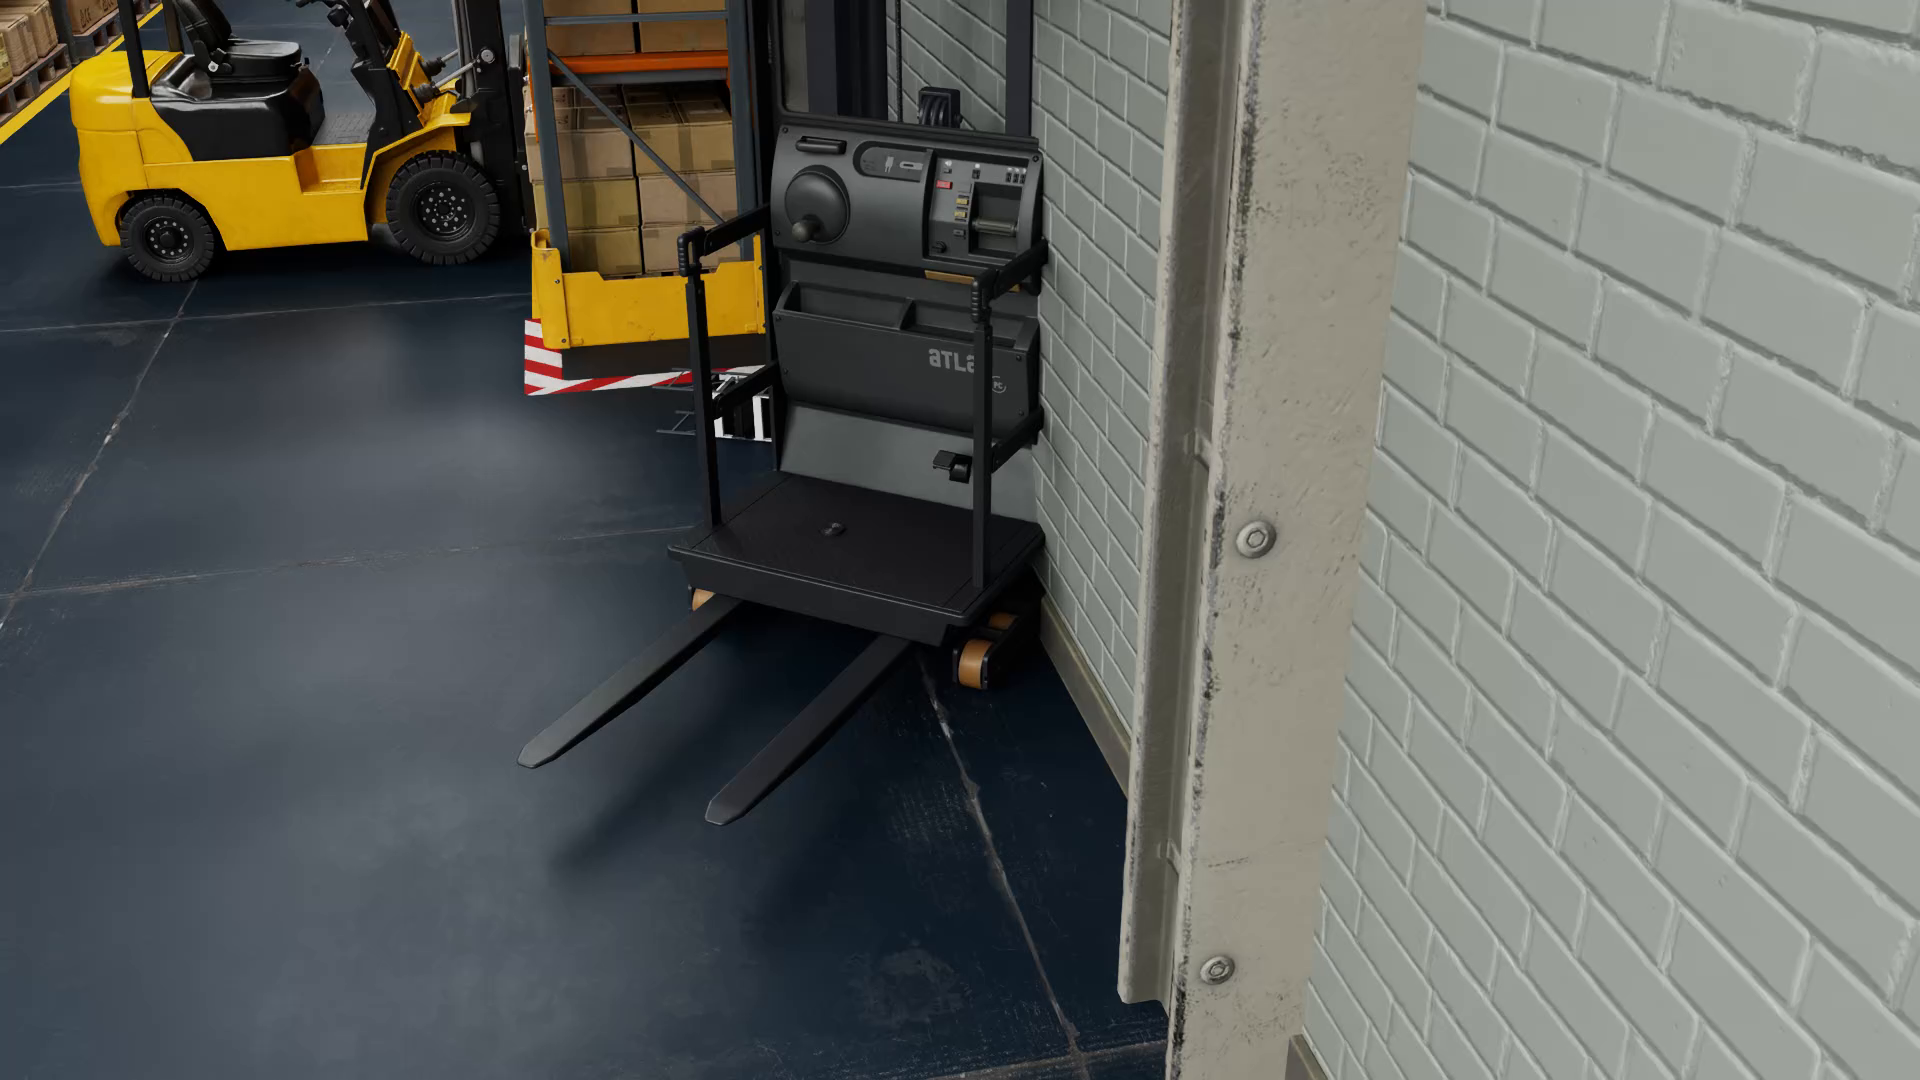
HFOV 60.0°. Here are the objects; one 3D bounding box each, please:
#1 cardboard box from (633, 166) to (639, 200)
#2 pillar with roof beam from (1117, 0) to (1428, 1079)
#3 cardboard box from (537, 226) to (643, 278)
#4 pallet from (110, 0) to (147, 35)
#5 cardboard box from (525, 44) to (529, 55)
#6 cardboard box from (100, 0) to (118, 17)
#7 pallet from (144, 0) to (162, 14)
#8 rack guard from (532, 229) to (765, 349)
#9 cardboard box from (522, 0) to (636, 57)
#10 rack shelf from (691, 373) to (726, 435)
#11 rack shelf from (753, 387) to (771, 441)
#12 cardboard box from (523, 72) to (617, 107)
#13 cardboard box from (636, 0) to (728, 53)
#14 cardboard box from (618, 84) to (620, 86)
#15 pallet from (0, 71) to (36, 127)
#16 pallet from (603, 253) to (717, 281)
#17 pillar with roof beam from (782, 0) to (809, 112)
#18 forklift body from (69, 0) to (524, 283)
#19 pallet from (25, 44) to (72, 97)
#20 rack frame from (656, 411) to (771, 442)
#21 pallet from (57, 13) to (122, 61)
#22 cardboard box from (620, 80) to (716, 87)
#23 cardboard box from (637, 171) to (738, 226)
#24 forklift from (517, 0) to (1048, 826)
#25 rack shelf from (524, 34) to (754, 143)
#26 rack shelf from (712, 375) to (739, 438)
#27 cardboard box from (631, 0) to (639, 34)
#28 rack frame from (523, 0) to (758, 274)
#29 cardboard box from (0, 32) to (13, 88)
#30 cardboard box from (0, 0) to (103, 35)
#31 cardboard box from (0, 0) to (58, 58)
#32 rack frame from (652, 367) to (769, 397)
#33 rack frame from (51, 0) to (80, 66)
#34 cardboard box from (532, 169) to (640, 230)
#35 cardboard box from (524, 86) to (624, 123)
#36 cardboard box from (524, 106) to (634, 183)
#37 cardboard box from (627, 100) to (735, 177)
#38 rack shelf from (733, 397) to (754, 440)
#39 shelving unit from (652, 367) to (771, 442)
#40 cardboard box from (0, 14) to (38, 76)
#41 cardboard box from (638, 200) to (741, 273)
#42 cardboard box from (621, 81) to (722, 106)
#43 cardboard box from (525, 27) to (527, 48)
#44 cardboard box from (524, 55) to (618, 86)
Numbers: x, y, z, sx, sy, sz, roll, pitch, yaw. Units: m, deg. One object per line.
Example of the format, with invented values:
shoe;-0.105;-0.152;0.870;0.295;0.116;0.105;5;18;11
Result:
cardboard box;-1.522;-2.037;8.987;0.500;0.250;0.500;-6;27;-12
pillar with roof beam;-3.616;-2.411;1.040;9.100;9.000;0.400;-6;27;-12
cardboard box;-1.909;-1.541;8.560;0.500;0.250;0.500;-6;27;-11
pallet;-8.509;-5.057;16.034;1.003;0.211;1.213;-6;27;-12
cardboard box;-2.364;-2.882;10.107;0.500;0.250;0.500;-5;27;-10
cardboard box;-8.405;-5.356;15.424;0.875;0.875;0.875;-6;27;-11
pallet;-8.787;-5.593;17.097;1.003;0.211;1.213;-6;27;-12
rack guard;-1.489;-1.280;8.232;1.175;0.500;0.348;-6;27;-12
cardboard box;-1.862;-2.641;8.042;0.500;0.500;0.500;-7;28;-13
rack shelf;-1.075;-0.590;7.182;0.077;0.200;0.258;5;27;12
rack shelf;-0.811;-0.565;7.128;0.077;0.200;0.258;5;27;12
cardboard box;-2.147;-2.428;9.207;0.500;0.250;0.500;-6;27;-11
cardboard box;-1.336;-2.697;8.154;0.500;0.500;0.500;-5;27;-10
cardboard box;-1.746;-2.709;9.764;0.500;0.250;0.500;-6;27;-13
pallet;-7.687;-3.291;12.535;1.003;0.211;1.213;-6;27;-12
pallet;-1.708;-1.494;8.975;1.003;0.211;1.213;-6;27;-12
pillar with roof beam;-4.968;-5.045;6.259;9.100;9.000;0.400;-6;27;-12
forklift body;-3.700;-2.675;9.163;2.313;2.155;1.214;-6;27;-12
pallet;-7.958;-3.825;13.594;1.003;0.211;1.213;-6;27;-12
rack frame;-0.843;-0.478;7.180;0.900;0.006;0.240;5;27;12
pallet;-8.237;-4.522;14.975;1.003;0.211;1.213;-6;27;-12
cardboard box;-1.637;-2.483;9.316;0.500;0.250;0.500;-6;27;-12
cardboard box;-1.398;-1.818;8.553;0.500;0.250;0.500;-5;27;-11
forklift;-0.267;-1.054;5.084;1.130;2.935;3.031;12;29;22
rack shelf;-1.946;-2.964;9.591;1.077;0.370;4.000;-6;27;-12
rack shelf;-0.987;-0.582;7.164;0.077;0.200;0.258;5;27;12
cardboard box;-1.475;-2.924;8.603;0.500;0.500;0.500;-5;27;-10
rack frame;-1.495;-2.407;7.690;1.000;3.000;0.127;-6;27;-12
cardboard box;-7.676;-3.522;12.349;0.950;0.372;0.625;-5;27;-10
cardboard box;-8.208;-4.964;14.648;0.875;0.875;0.875;-6;27;-12
cardboard box;-8.015;-4.179;13.650;0.950;0.372;0.625;-8;28;-15
rack frame;-0.845;-0.659;7.089;0.900;0.006;0.240;5;27;12
rack frame;-8.133;-5.413;13.646;1.000;3.000;0.127;-6;27;-12
cardboard box;-1.909;-1.772;8.462;0.500;0.250;0.500;-6;27;-12
cardboard box;-2.023;-2.207;8.770;0.500;0.250;0.500;-5;27;-11
cardboard box;-1.902;-1.984;8.327;0.500;0.250;0.500;-5;27;-10
cardboard box;-1.419;-2.043;8.445;0.500;0.250;0.500;-6;27;-12
rack shelf;-0.899;-0.574;7.146;0.077;0.200;0.258;5;27;12
shelving unit;-0.844;-0.568;7.135;0.900;0.210;0.258;5;27;12
cardboard box;-7.841;-3.855;13.010;0.950;0.372;0.625;-6;27;-13
cardboard box;-1.415;-1.602;8.681;0.500;0.250;0.500;-6;27;-11
cardboard box;-1.535;-2.262;8.879;0.500;0.250;0.500;-6;27;-12
cardboard box;-2.488;-3.100;10.538;0.500;0.250;0.500;-6;27;-12
cardboard box;-2.254;-2.651;9.649;0.500;0.250;0.500;-7;28;-13
